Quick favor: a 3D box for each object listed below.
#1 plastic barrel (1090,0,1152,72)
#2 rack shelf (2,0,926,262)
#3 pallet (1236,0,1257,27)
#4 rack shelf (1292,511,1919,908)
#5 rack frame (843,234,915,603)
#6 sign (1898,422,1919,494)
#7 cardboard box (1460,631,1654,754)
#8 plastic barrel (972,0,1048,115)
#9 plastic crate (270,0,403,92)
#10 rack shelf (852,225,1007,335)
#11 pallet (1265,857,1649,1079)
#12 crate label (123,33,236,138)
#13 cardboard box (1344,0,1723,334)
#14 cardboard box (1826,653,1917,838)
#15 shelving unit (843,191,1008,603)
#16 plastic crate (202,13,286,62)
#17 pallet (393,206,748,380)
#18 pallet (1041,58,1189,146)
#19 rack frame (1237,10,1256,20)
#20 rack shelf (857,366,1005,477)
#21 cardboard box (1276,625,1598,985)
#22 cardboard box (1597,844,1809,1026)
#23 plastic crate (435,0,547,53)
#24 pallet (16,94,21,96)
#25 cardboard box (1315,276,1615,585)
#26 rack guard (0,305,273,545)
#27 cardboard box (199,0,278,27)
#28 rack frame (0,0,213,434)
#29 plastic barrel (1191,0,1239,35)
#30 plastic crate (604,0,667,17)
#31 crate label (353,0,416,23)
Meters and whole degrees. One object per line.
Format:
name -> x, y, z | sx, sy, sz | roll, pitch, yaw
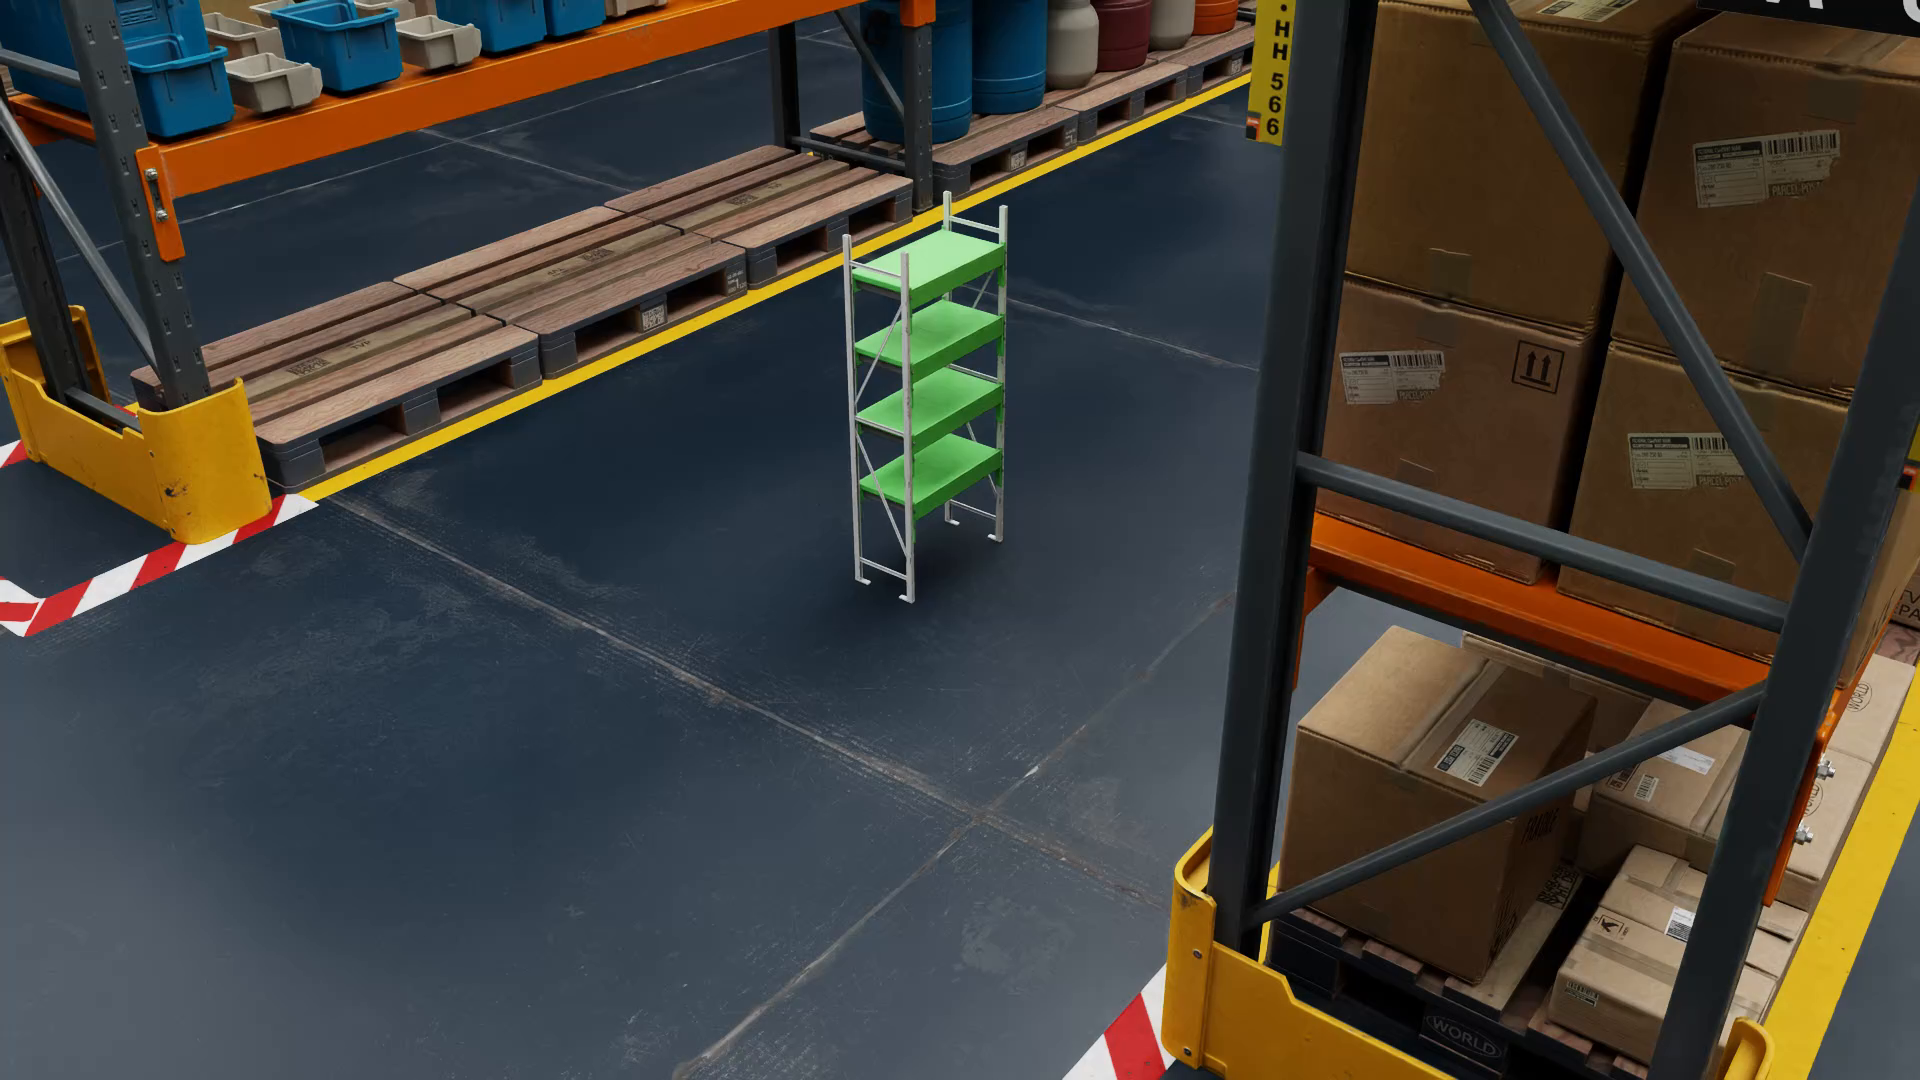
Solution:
plastic barrel -> 0.877, -3.255, 10.253 | 0.600, 0.588, 0.708 | 21, 37, 31
rack shelf -> -1.782, -2.026, 6.932 | 1.077, 0.370, 4.000 | 21, 37, 31
pallet -> 2.339, -3.878, 12.086 | 1.003, 0.211, 1.213 | 21, 37, 31
rack shelf -> 2.165, -0.500, 4.358 | 1.077, 0.370, 4.000 | 21, 37, 31
rack frame -> -0.247, -0.350, 5.163 | 0.240, 1.200, 0.015 | 21, 37, 31
sign -> 1.391, -0.202, 2.300 | 0.100, 0.325, 0.005 | 21, 37, 31
cardboard box -> 1.687, 0.323, 4.528 | 0.500, 0.250, 0.500 | 21, 37, 31
plastic barrel -> 0.195, -2.930, 9.399 | 0.600, 0.901, 0.708 | 21, 37, 31
plastic crate -> -2.180, -1.743, 5.855 | 0.416, 0.233, 0.300 | 21, 37, 31
rack shelf -> -0.100, -0.807, 5.118 | 0.258, 0.148, 0.480 | 21, 37, 31
pallet -> 1.484, 0.848, 4.113 | 1.003, 0.211, 1.213 | 21, 37, 31
crate label -> -2.577, -1.476, 5.403 | 0.416, 0.233, 0.303 | 21, 37, 31
cardboard box -> 1.007, -0.735, 2.970 | 0.500, 0.500, 0.500 | 21, 36, 31
cardboard box -> 2.116, 0.457, 4.303 | 0.500, 0.250, 0.500 | 21, 37, 31
shelving unit -> -0.100, -0.449, 5.331 | 0.258, 1.200, 0.503 | 21, 37, 31
plastic crate -> -2.641, -1.822, 6.082 | 0.396, 0.136, 0.243 | 21, 37, 31
pallet -> -1.723, -1.140, 7.467 | 1.003, 0.211, 1.213 | 21, 37, 31
pallet -> 0.661, -2.748, 10.180 | 1.003, 0.211, 1.213 | 21, 37, 31
rack frame -> 1.840, -4.774, 10.864 | 1.000, 3.000, 0.127 | 21, 37, 31
rack shelf -> -0.100, -0.394, 5.363 | 0.258, 0.148, 0.480 | 21, 37, 31
cardboard box -> 1.090, 0.592, 3.828 | 0.500, 0.500, 0.500 | 21, 37, 31
cardboard box -> 1.636, 0.867, 3.693 | 0.380, 0.166, 0.250 | 21, 37, 31
plastic crate -> -1.783, -2.011, 6.306 | 0.416, 0.233, 0.300 | 21, 37, 31
pallet -> -5.780, -2.690, 10.082 | 1.003, 0.211, 1.213 | 21, 37, 31
cardboard box -> 1.011, -0.306, 3.225 | 0.500, 0.500, 0.500 | 22, 37, 33
rack guard -> -2.993, -0.434, 5.991 | 1.175, 0.500, 0.348 | 21, 37, 31
cardboard box -> -4.985, -3.696, 10.716 | 0.875, 0.875, 0.875 | 21, 37, 31
rack frame -> -2.989, -1.523, 5.377 | 1.000, 3.000, 0.127 | 21, 37, 31
plastic barrel -> 1.559, -3.817, 10.966 | 0.600, 0.830, 0.708 | 21, 37, 31
plastic crate -> -1.386, -2.261, 6.822 | 0.293, 0.136, 0.466 | 21, 37, 31
crate label -> -2.306, -2.056, 6.477 | 0.396, 0.136, 0.243 | 21, 37, 31
